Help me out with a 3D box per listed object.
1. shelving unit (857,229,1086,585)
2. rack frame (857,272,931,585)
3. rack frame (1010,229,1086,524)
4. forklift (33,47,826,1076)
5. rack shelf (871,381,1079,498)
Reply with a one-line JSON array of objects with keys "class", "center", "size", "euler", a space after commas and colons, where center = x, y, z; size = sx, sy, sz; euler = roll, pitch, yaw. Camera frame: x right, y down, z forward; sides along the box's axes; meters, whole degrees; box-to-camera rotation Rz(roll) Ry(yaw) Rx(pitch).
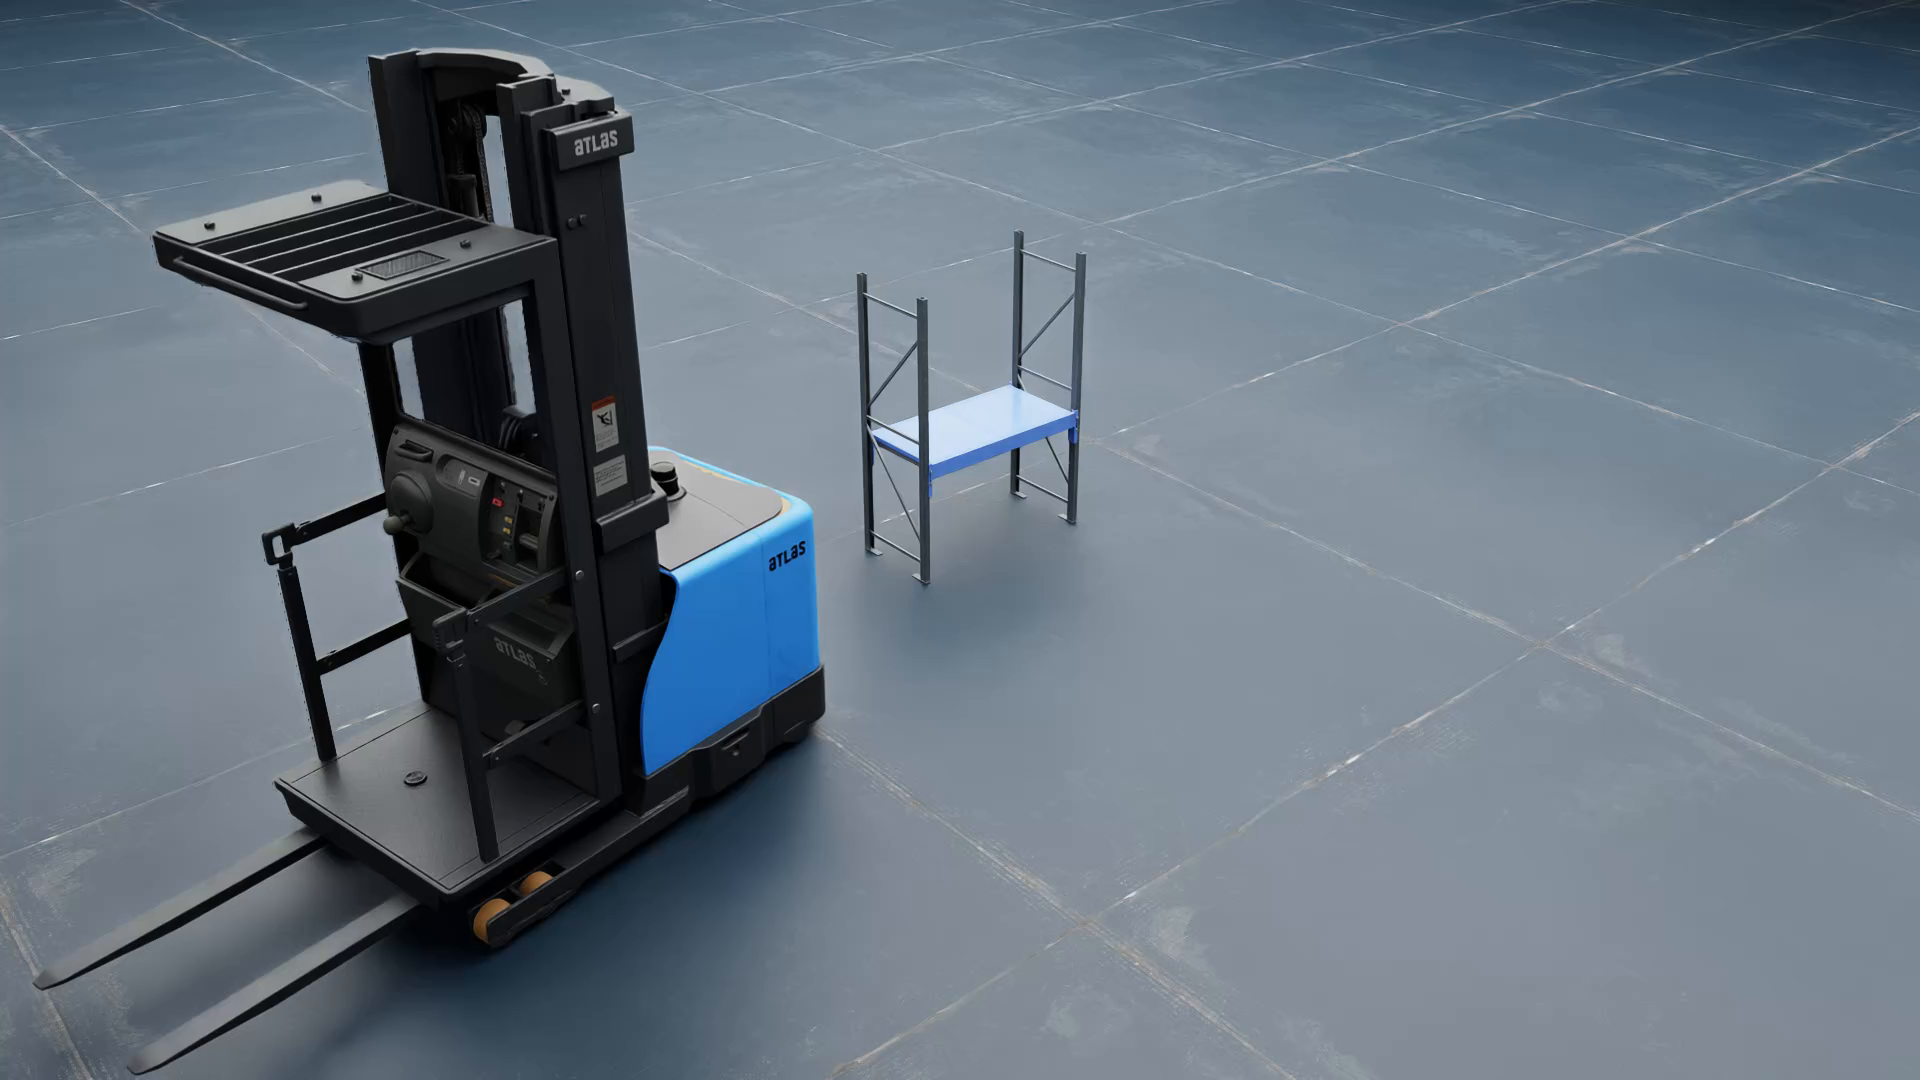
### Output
[{"class": "shelving unit", "center": [0.065, -0.688, 8.445], "size": [1.048, 1.500, 0.538], "euler": [-22, 35, -35]}, {"class": "rack frame", "center": [-0.322, -0.532, 8.154], "size": [0.032, 1.500, 0.500], "euler": [-22, 35, -35]}, {"class": "rack frame", "center": [0.452, -0.843, 8.736], "size": [0.032, 1.500, 0.500], "euler": [-22, 35, -35]}, {"class": "forklift", "center": [-1.887, -0.091, 5.811], "size": [1.130, 2.935, 3.031], "euler": [20, 34, 33]}, {"class": "rack shelf", "center": [0.065, -0.529, 8.530], "size": [1.000, 0.185, 0.538], "euler": [-22, 35, -35]}]
